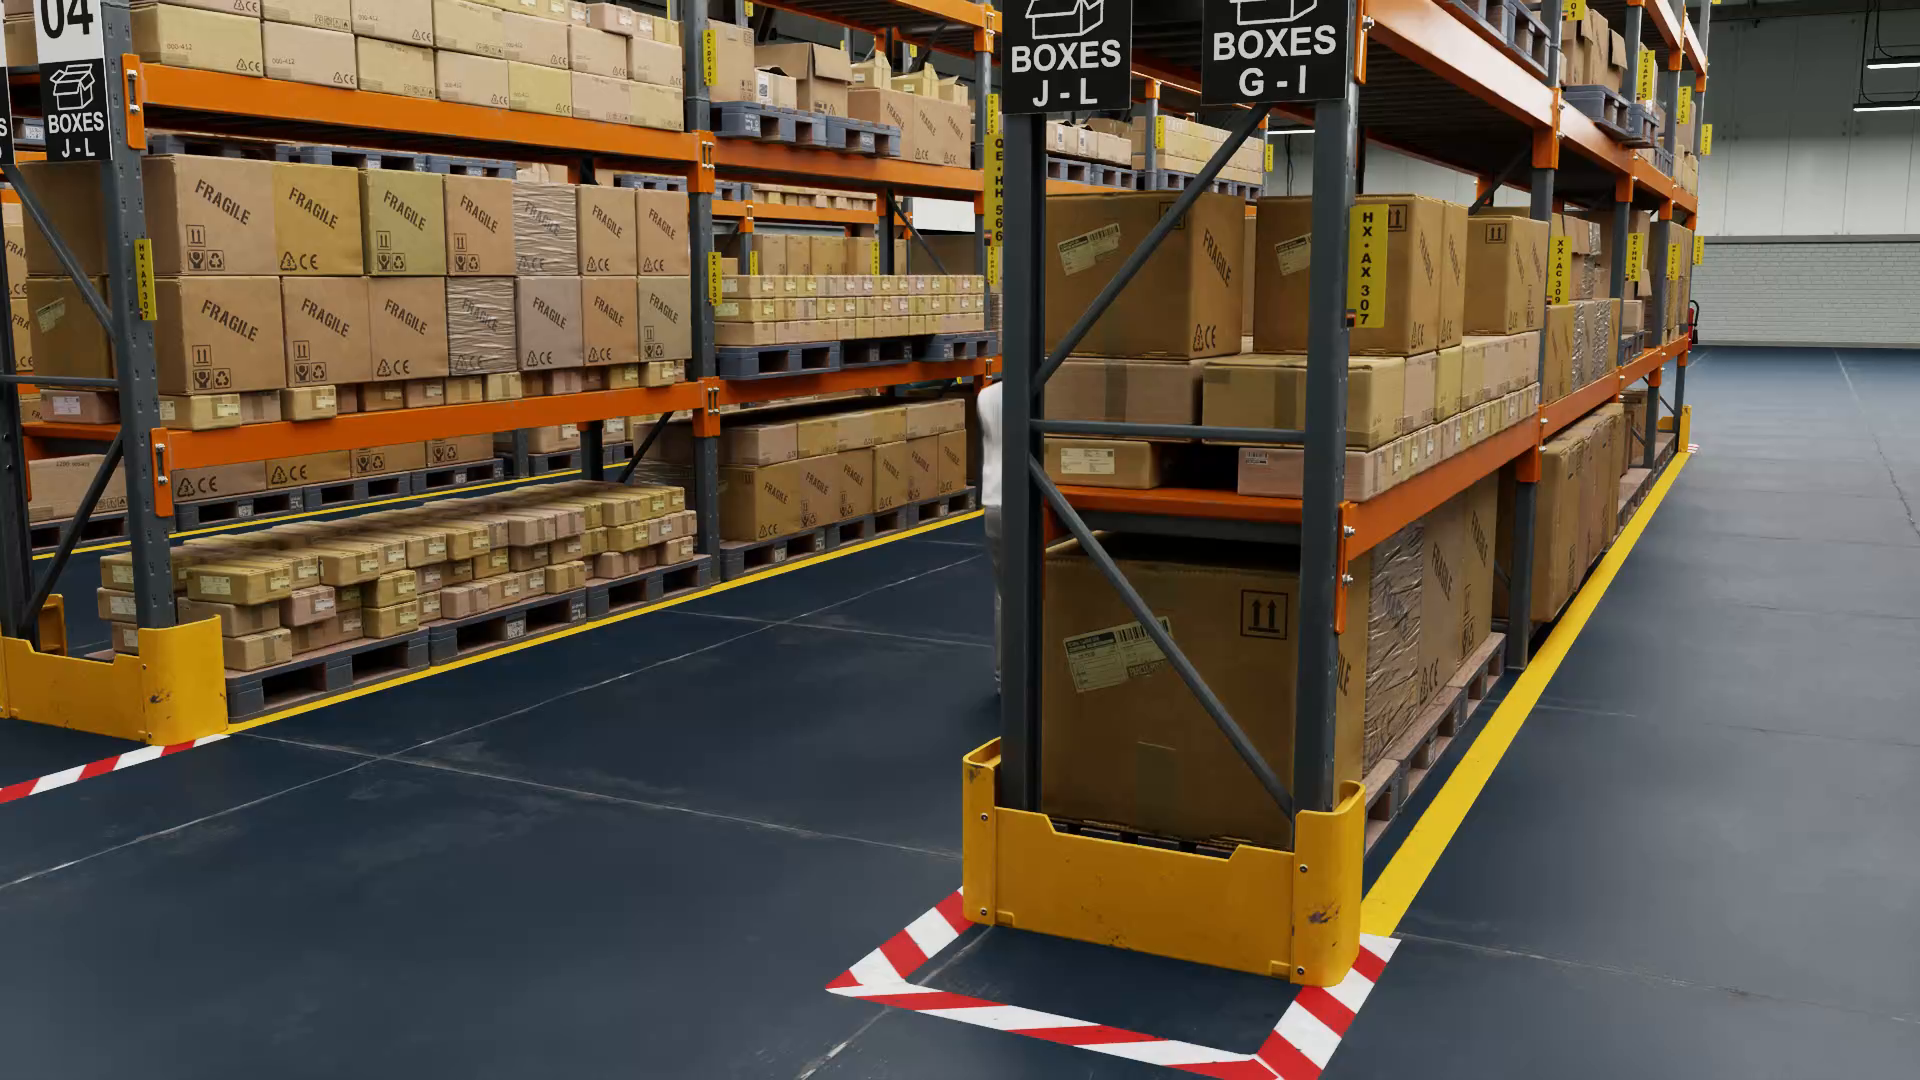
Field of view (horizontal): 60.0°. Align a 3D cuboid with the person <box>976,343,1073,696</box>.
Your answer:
[{"bbox_3d":[0.344,-0.150,7.745,0.495,1.772,0.549,4,10,26],"label":"person"}]
